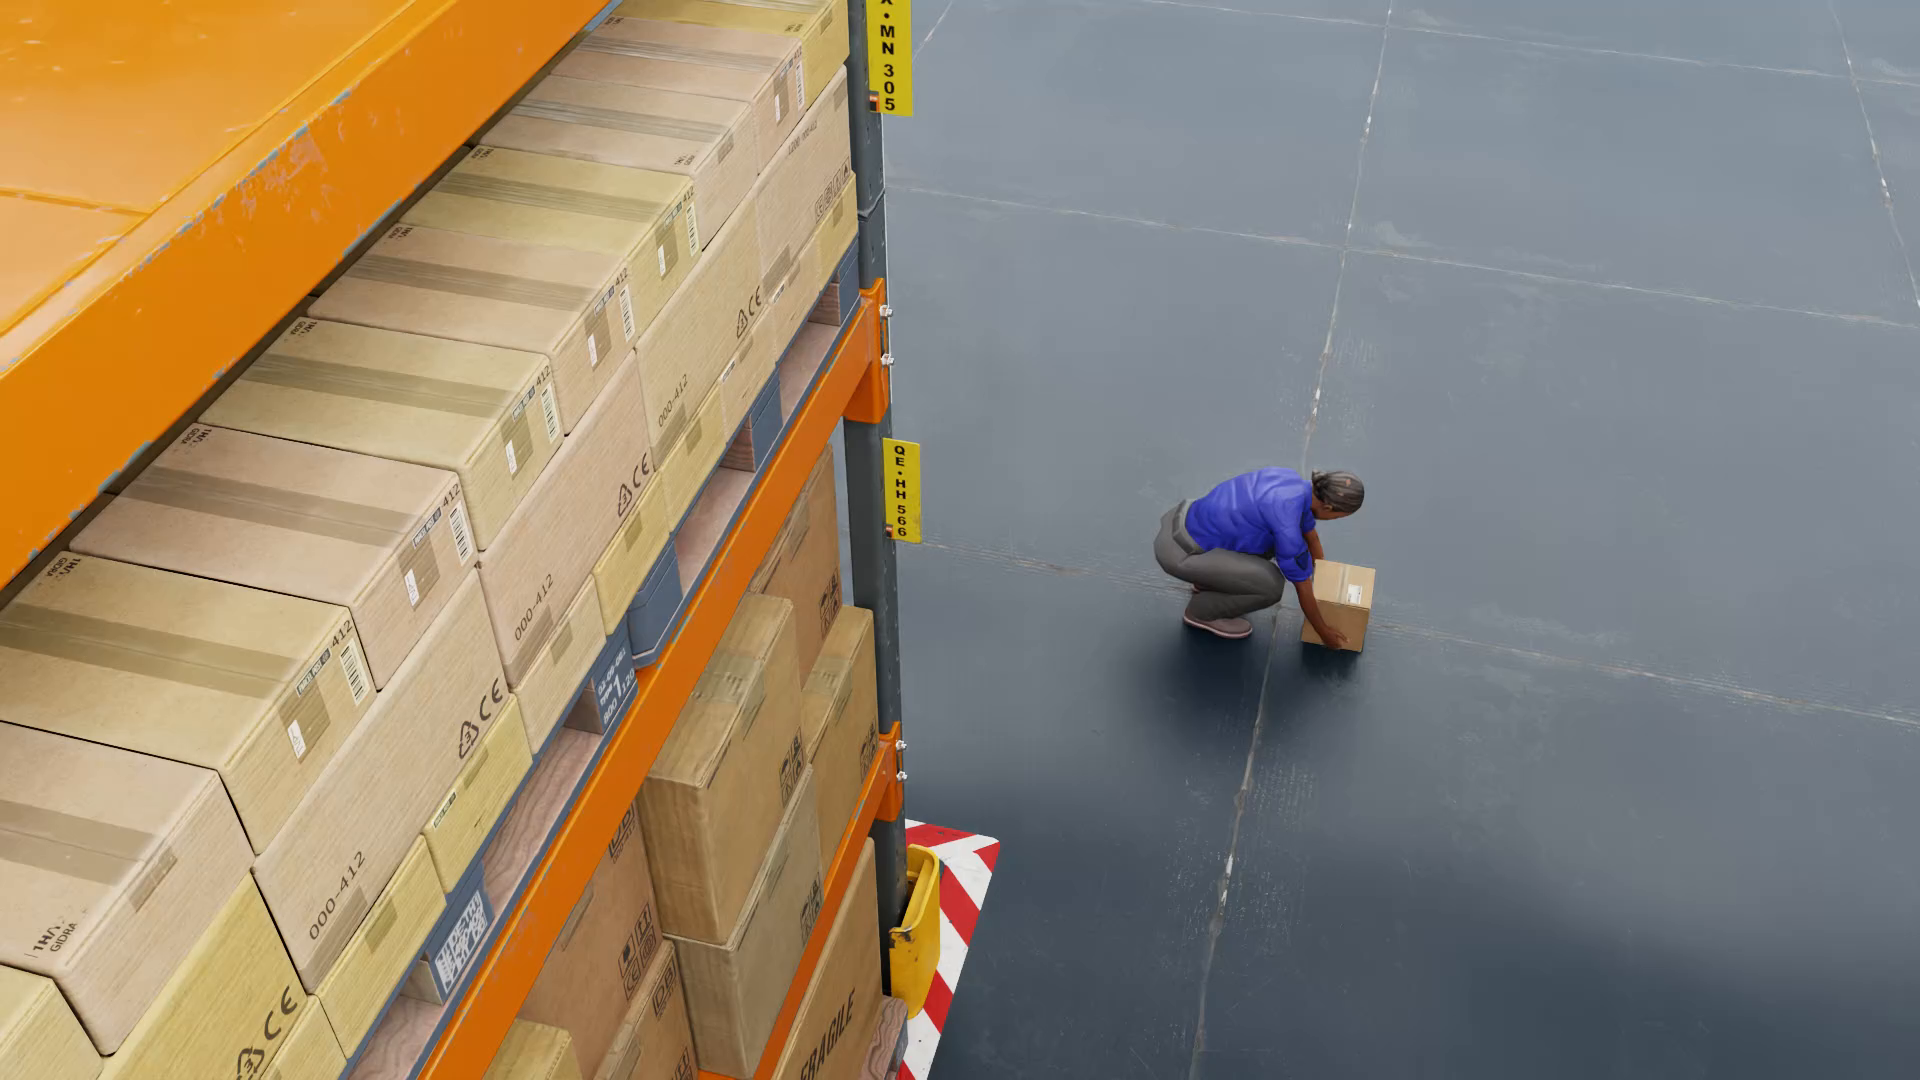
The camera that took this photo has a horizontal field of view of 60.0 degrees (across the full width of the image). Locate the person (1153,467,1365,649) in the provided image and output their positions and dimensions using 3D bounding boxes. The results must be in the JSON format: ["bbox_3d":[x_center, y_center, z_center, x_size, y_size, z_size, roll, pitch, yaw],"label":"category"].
[{"bbox_3d":[1.226,0.030,6.820,0.847,0.790,0.467,10,42,11],"label":"person"}]
